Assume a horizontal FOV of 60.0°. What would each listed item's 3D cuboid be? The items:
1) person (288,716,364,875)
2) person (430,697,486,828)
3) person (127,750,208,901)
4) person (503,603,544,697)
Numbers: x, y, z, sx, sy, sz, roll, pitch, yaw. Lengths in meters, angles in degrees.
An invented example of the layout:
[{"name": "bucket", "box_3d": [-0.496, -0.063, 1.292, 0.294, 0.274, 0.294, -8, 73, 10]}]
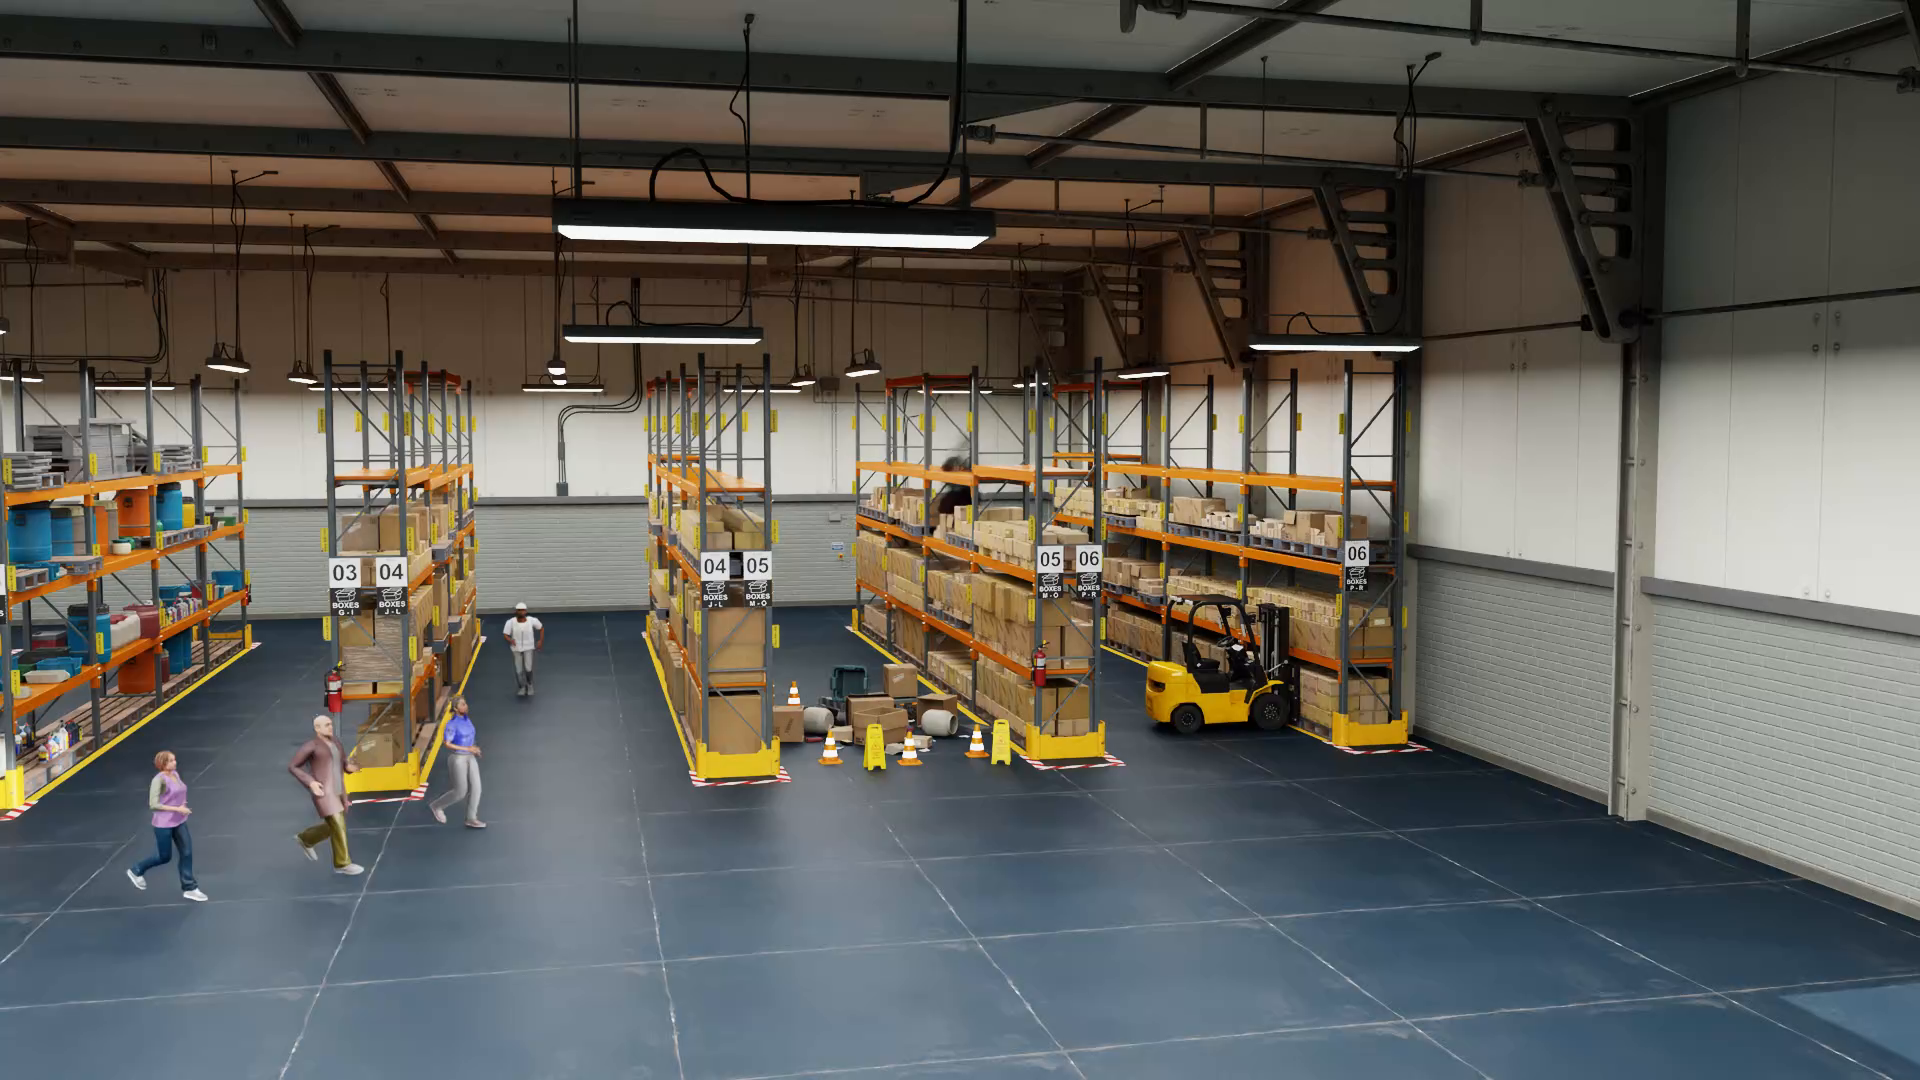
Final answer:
[{"name": "person", "box_3d": [-7.072, 2.830, 18.536, 0.980, 1.752, 0.719, 1, 4, 17]}, {"name": "person", "box_3d": [-6.224, 2.797, 20.685, 0.731, 1.542, 0.582, 1, 4, 17]}, {"name": "person", "box_3d": [-8.316, 2.988, 17.434, 0.869, 1.591, 0.545, 1, 4, 9]}, {"name": "person", "box_3d": [-7.977, 2.014, 30.394, 0.723, 1.745, 0.639, -1, 4, -13]}]
